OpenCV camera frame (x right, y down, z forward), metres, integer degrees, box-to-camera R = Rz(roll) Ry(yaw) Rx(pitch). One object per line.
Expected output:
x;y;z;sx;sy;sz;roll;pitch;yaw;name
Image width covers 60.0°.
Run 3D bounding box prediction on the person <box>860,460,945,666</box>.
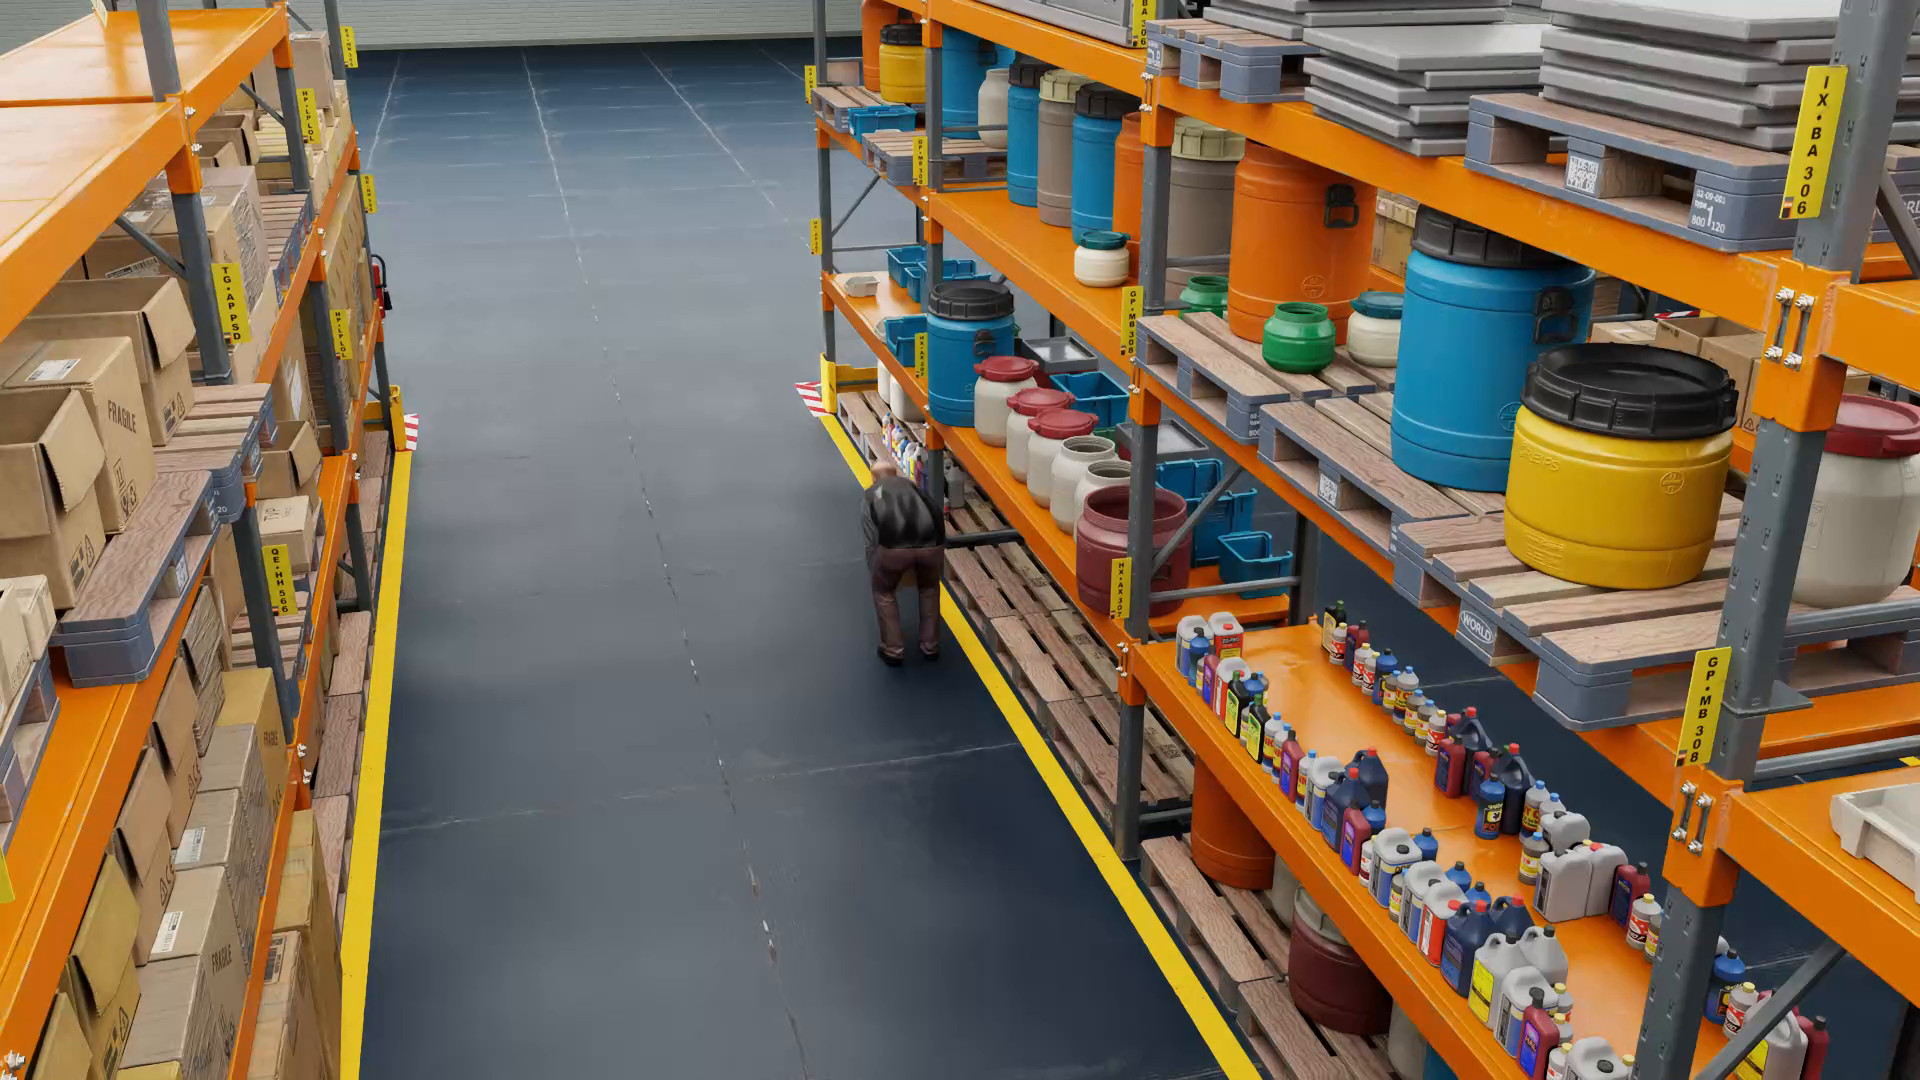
-0.401;0.150;11.053;0.459;1.171;0.948;-7;24;-16;person
